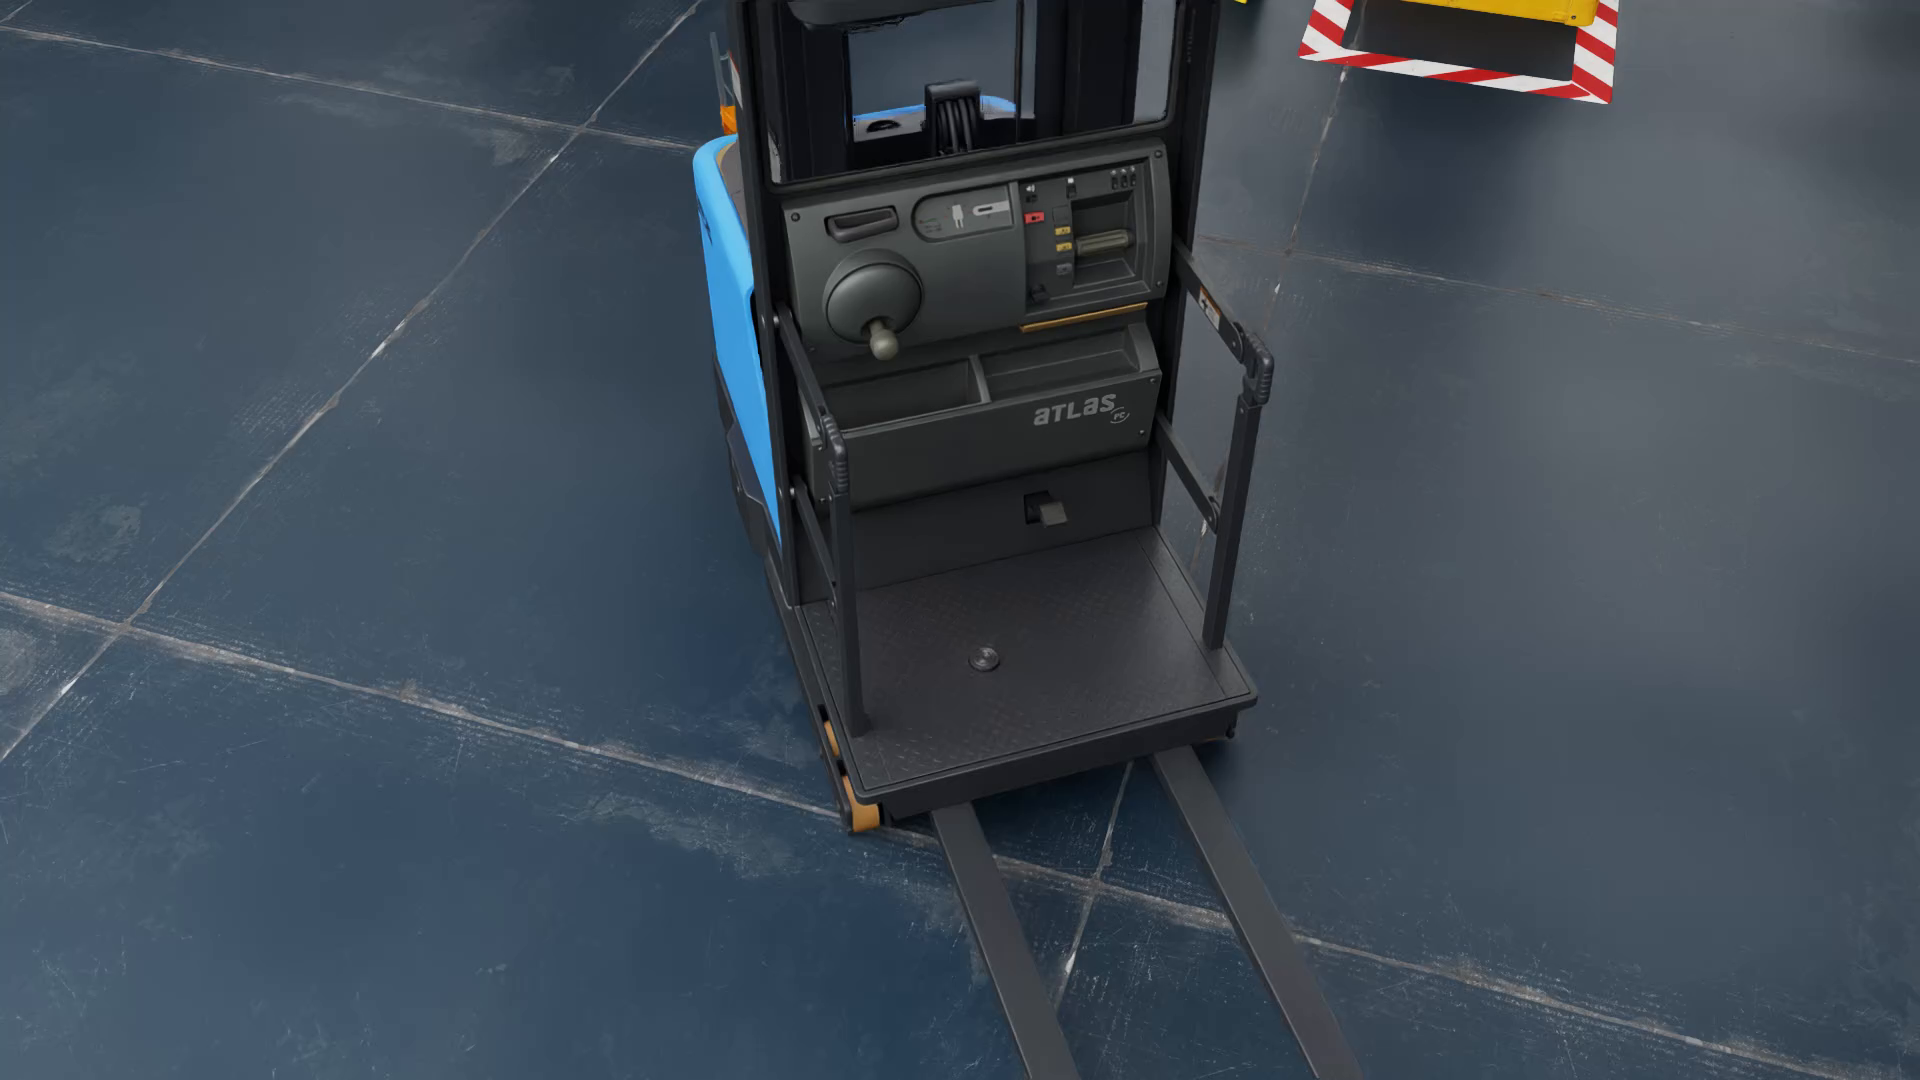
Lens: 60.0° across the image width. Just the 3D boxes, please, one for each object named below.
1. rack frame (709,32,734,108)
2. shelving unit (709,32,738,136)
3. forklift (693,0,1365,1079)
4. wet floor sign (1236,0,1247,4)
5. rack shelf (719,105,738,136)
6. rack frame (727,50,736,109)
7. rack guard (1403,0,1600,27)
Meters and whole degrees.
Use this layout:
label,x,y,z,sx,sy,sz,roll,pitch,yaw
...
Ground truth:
label,x,y,z,sx,sy,sz,roll,pitch,yaw
rack frame,-0.629,-1.122,5.548,0.240,1.200,0.006,-17,38,-17
shelving unit,-0.592,-1.075,5.479,0.258,1.200,0.189,-17,38,-17
forklift,0.123,-0.588,3.755,1.130,2.935,3.031,-13,46,-12
wet floor sign,1.308,-2.874,7.726,0.267,0.644,0.232,28,51,26
rack shelf,-0.613,-1.330,5.294,0.258,0.103,0.180,-17,38,-17
rack frame,-0.555,-1.027,5.410,0.240,1.200,0.006,-17,38,-17
rack guard,2.408,-2.773,7.726,1.175,0.500,0.348,13,46,13
